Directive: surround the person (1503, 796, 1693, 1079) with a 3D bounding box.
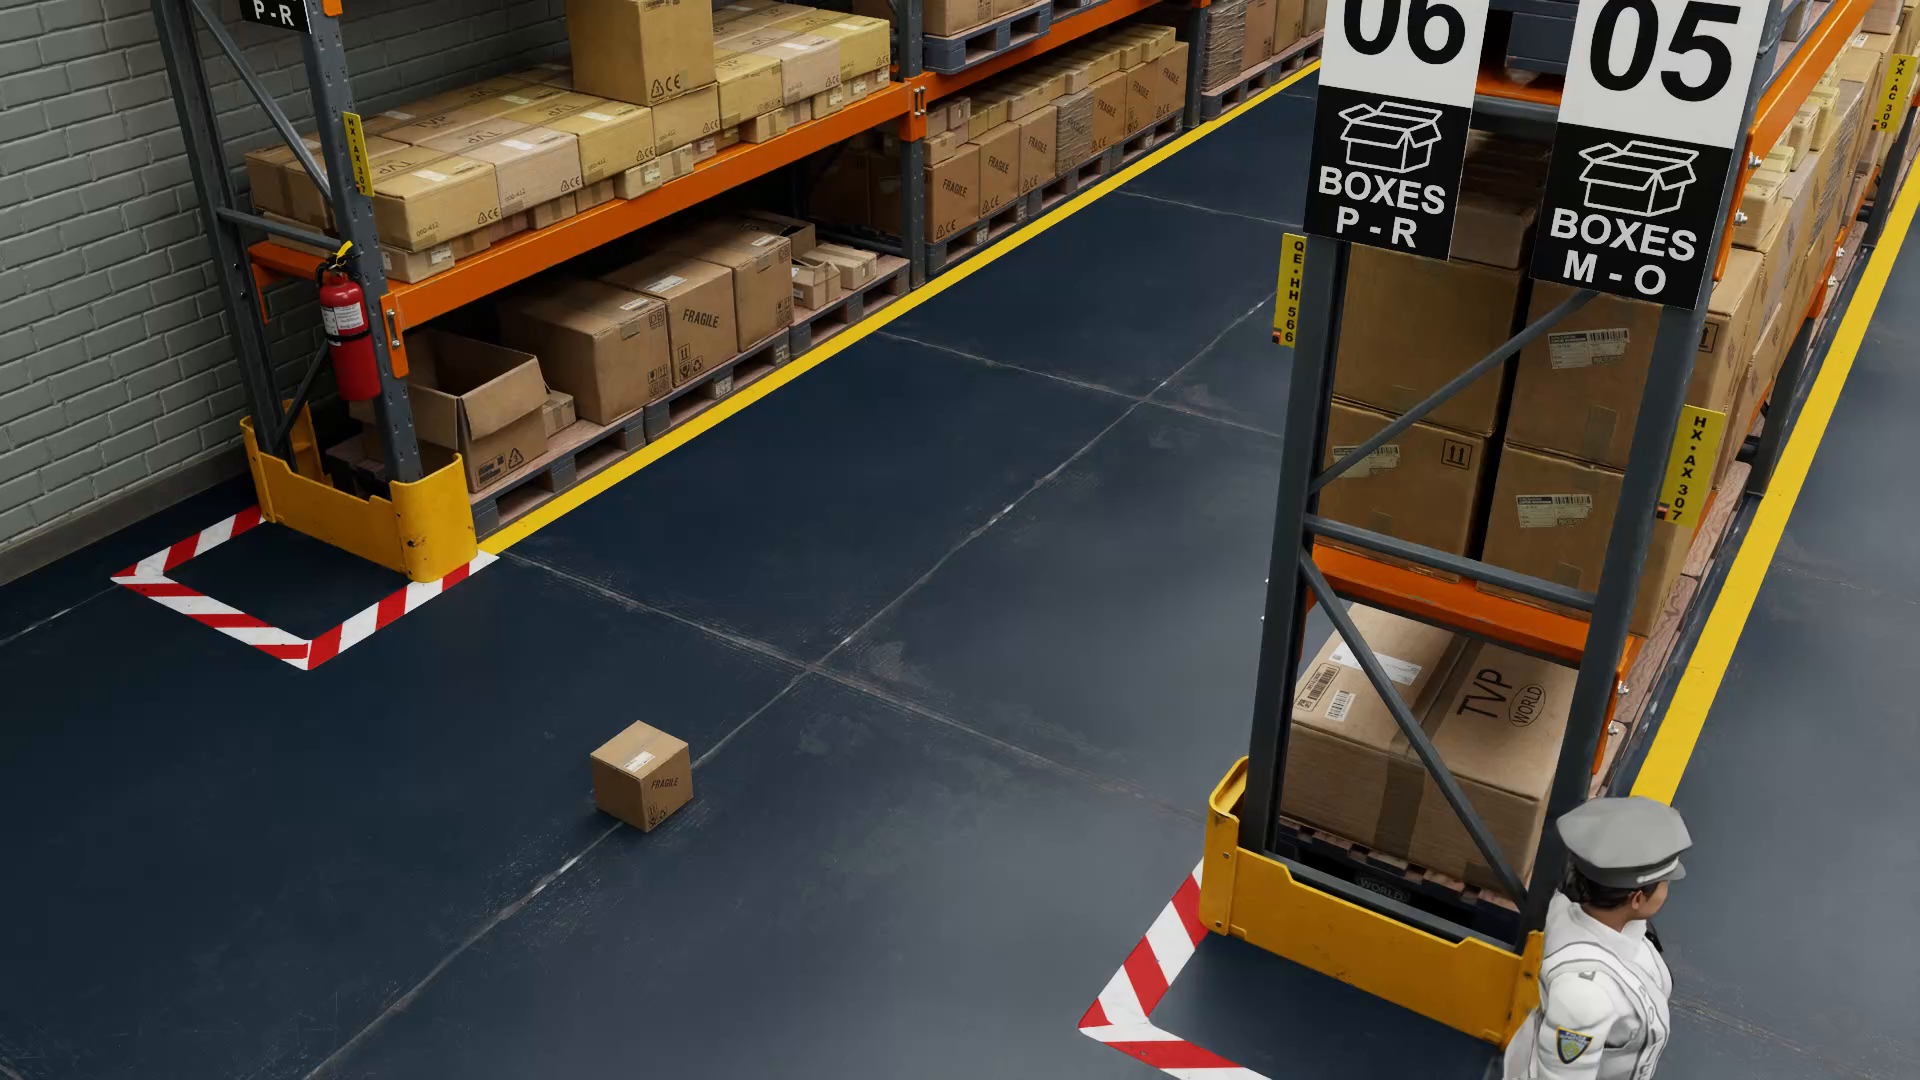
[{"bbox_3d":[1.394,1.324,3.851,0.464,1.657,0.536,12,33,19],"label":"person"}]
